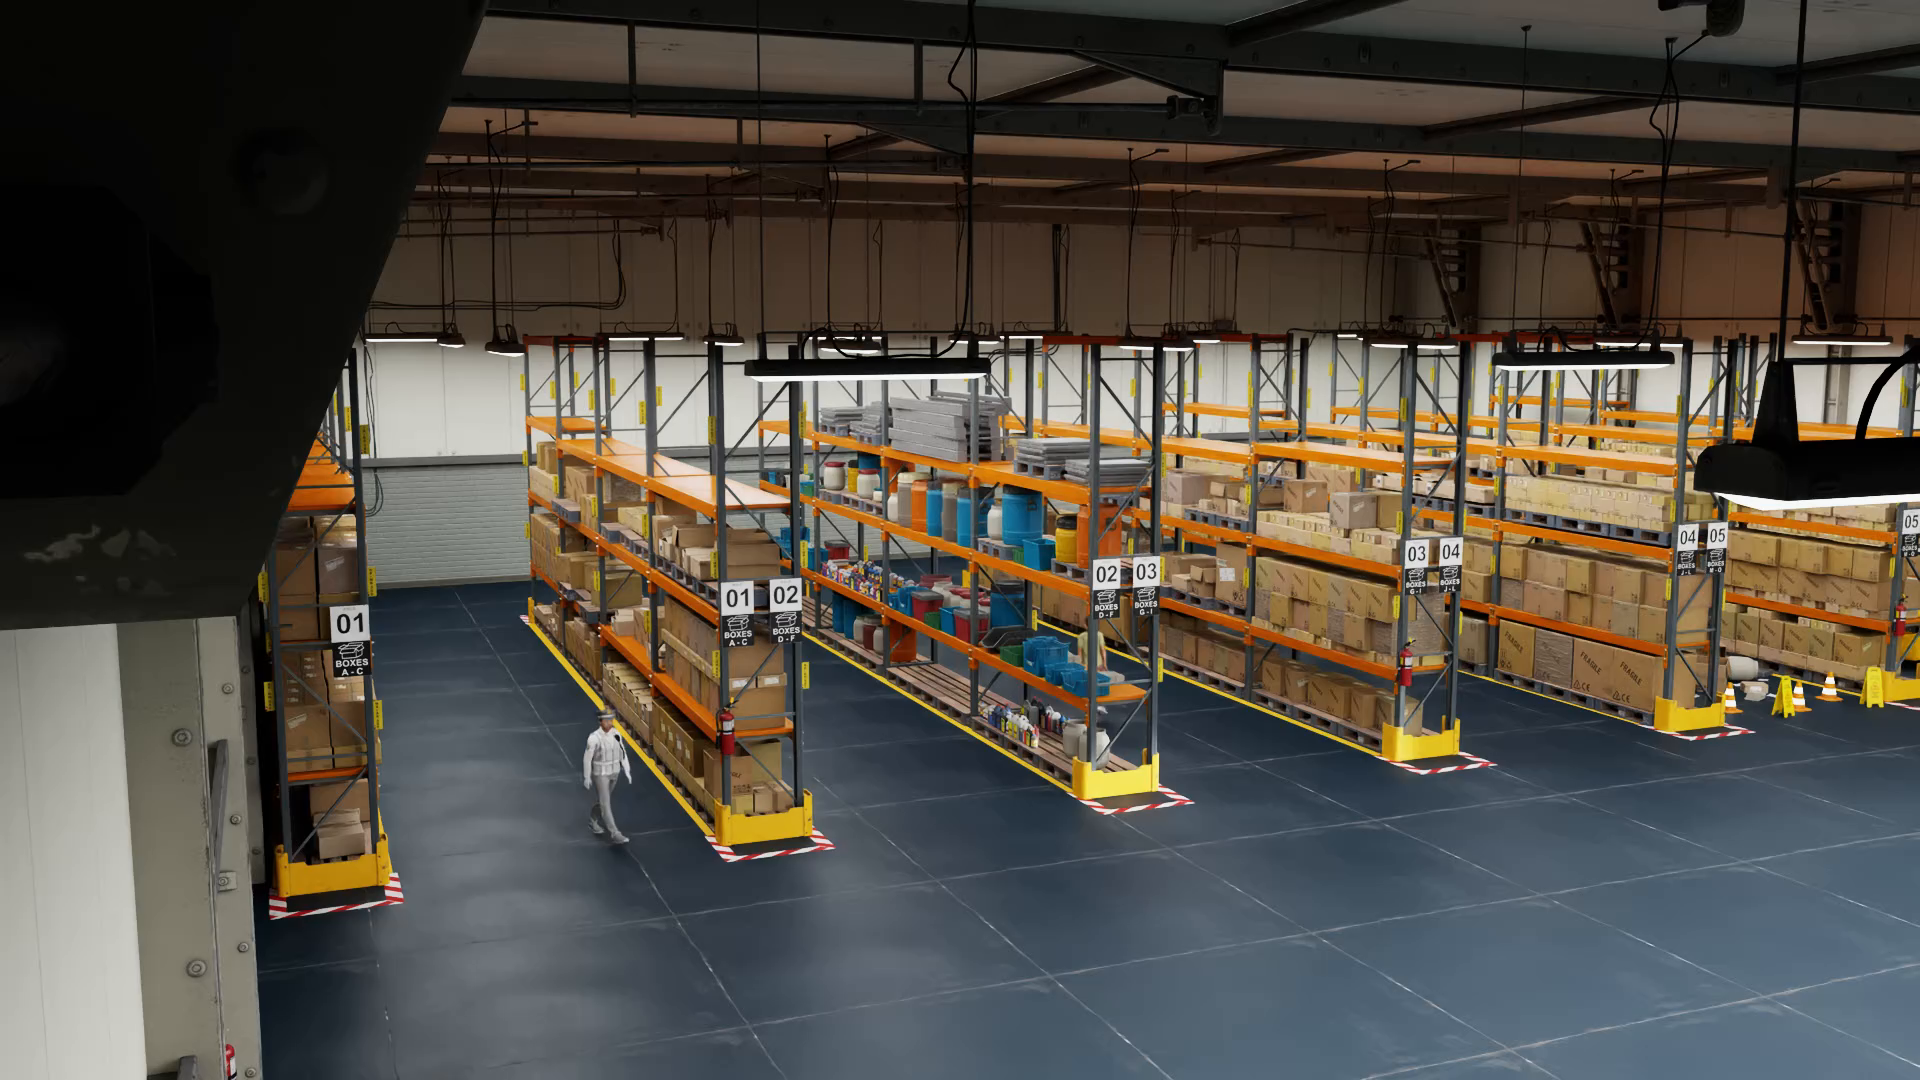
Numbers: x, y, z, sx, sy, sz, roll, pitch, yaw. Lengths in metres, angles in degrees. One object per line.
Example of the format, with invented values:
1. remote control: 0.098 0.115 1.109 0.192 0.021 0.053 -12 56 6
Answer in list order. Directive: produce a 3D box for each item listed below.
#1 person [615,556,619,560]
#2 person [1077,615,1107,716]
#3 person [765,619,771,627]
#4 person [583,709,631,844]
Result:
1. person: -7.464 0.680 36.485 0.522 1.588 1.011 -4 8 -25
2. person: 2.087 2.008 26.317 0.497 1.658 0.457 -1 8 -8
3. person: -3.883 1.077 33.598 0.409 1.555 0.866 1 8 6
4. person: -4.237 2.833 20.137 1.036 1.624 0.518 6 10 37
